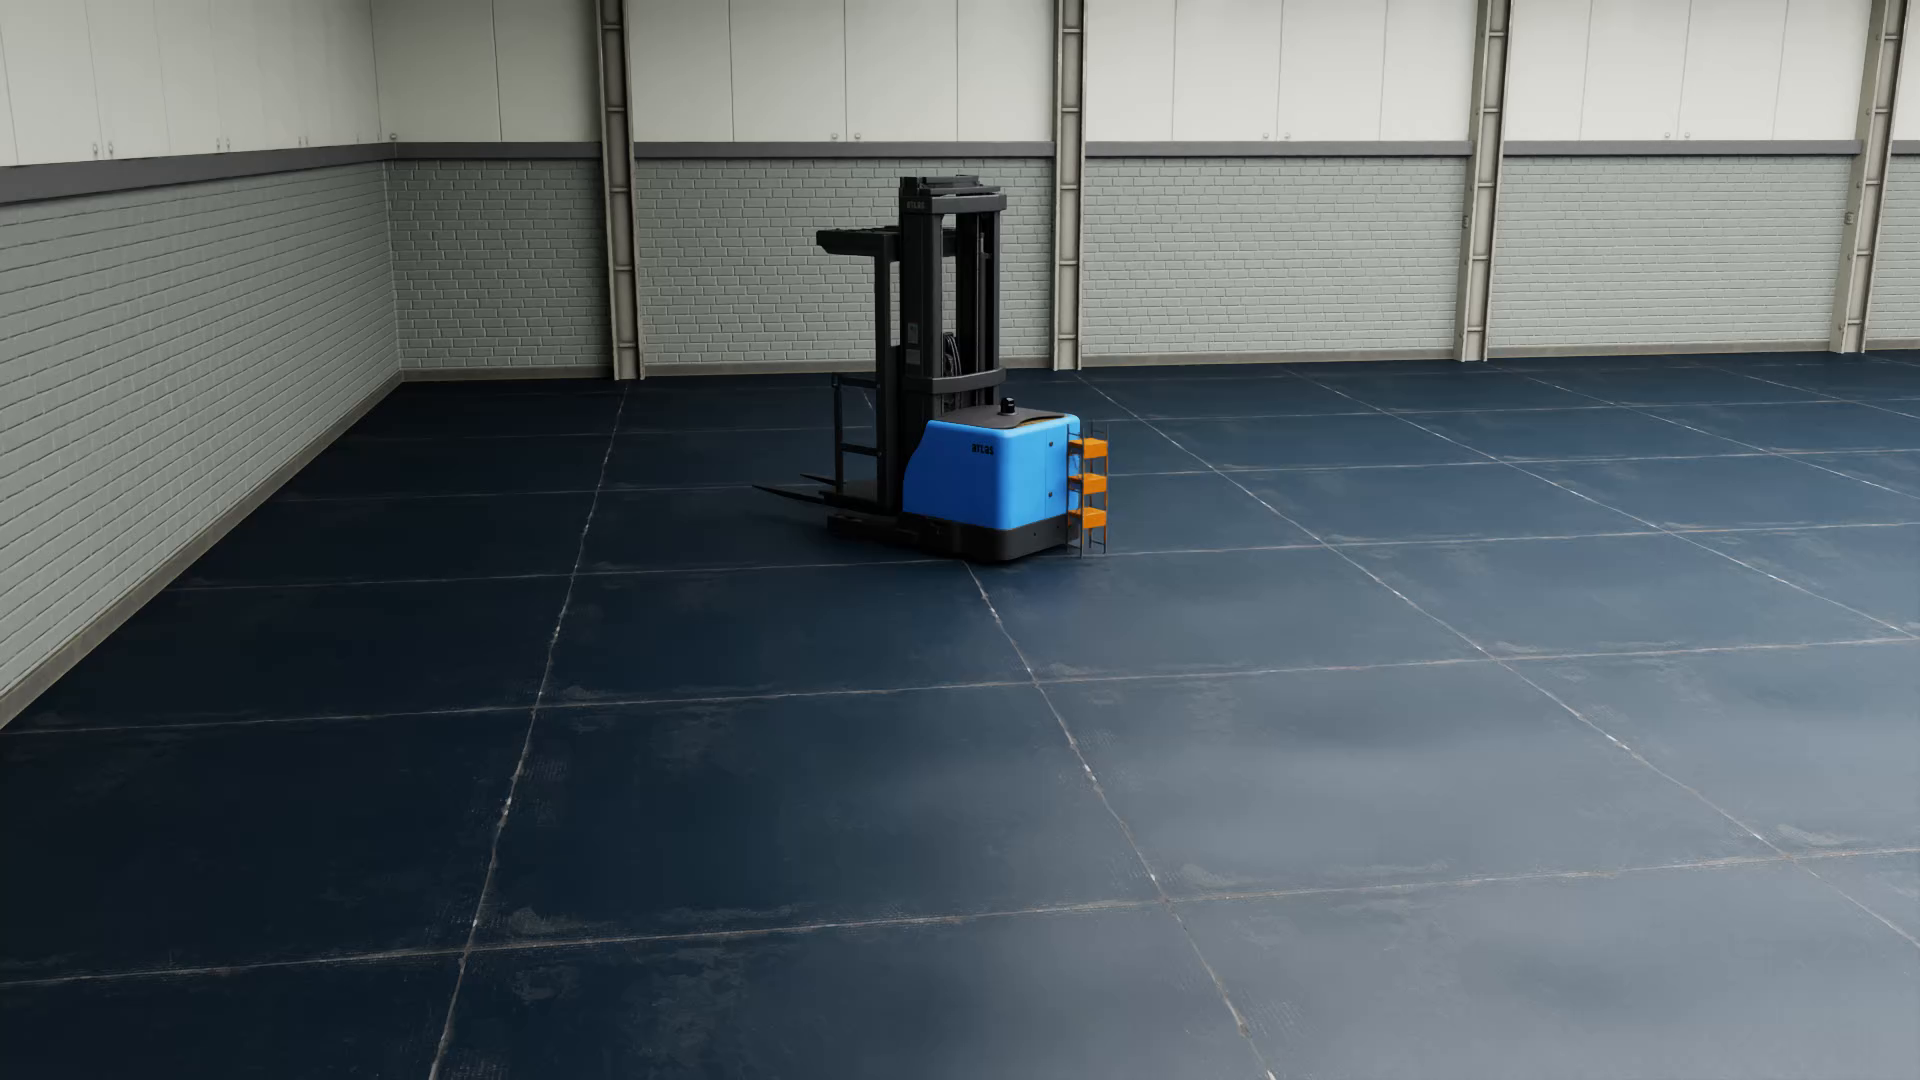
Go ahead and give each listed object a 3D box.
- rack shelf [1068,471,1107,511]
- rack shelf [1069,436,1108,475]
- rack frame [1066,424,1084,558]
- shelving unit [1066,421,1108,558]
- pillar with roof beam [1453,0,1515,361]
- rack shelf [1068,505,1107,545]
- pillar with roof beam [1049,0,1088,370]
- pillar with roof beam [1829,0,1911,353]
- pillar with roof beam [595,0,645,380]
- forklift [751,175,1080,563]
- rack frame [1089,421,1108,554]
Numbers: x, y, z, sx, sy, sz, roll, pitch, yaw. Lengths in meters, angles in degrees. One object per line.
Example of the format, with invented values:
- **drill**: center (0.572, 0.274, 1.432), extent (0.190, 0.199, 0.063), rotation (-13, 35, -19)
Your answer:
- **rack shelf**: center (1.003, -0.390, 13.160), extent (0.240, 0.259, 0.215), rotation (-10, 17, -34)
- **rack shelf**: center (1.002, -0.666, 13.092), extent (0.240, 0.259, 0.215), rotation (-10, 17, -34)
- **rack frame**: center (0.904, -0.383, 13.088), extent (0.008, 1.050, 0.200), rotation (-10, 17, -34)
- **shelving unit**: center (1.003, -0.400, 13.157), extent (0.252, 1.050, 0.215), rotation (-10, 17, -34)
- **pillar with roof beam**: center (8.049, -5.950, 18.947), extent (0.400, 9.000, 9.100), rotation (-2, 14, -8)
- **rack shelf**: center (1.004, -0.120, 13.226), extent (0.240, 0.259, 0.215), rotation (-10, 17, -34)
- **pillar with roof beam**: center (2.116, -5.732, 18.080), extent (0.400, 9.000, 9.100), rotation (-2, 14, -8)
- **pillar with roof beam**: center (13.982, -6.167, 19.814), extent (0.400, 9.000, 9.100), rotation (-2, 14, -8)
- **pillar with roof beam**: center (-3.817, -5.515, 17.213), extent (0.400, 9.000, 9.100), rotation (-2, 14, -8)
- **forklift**: center (-0.480, -1.520, 13.756), extent (3.031, 2.935, 1.130), rotation (12, 18, 39)
- **rack frame**: center (1.102, -0.418, 13.226), extent (0.008, 1.050, 0.200), rotation (-10, 17, -34)
